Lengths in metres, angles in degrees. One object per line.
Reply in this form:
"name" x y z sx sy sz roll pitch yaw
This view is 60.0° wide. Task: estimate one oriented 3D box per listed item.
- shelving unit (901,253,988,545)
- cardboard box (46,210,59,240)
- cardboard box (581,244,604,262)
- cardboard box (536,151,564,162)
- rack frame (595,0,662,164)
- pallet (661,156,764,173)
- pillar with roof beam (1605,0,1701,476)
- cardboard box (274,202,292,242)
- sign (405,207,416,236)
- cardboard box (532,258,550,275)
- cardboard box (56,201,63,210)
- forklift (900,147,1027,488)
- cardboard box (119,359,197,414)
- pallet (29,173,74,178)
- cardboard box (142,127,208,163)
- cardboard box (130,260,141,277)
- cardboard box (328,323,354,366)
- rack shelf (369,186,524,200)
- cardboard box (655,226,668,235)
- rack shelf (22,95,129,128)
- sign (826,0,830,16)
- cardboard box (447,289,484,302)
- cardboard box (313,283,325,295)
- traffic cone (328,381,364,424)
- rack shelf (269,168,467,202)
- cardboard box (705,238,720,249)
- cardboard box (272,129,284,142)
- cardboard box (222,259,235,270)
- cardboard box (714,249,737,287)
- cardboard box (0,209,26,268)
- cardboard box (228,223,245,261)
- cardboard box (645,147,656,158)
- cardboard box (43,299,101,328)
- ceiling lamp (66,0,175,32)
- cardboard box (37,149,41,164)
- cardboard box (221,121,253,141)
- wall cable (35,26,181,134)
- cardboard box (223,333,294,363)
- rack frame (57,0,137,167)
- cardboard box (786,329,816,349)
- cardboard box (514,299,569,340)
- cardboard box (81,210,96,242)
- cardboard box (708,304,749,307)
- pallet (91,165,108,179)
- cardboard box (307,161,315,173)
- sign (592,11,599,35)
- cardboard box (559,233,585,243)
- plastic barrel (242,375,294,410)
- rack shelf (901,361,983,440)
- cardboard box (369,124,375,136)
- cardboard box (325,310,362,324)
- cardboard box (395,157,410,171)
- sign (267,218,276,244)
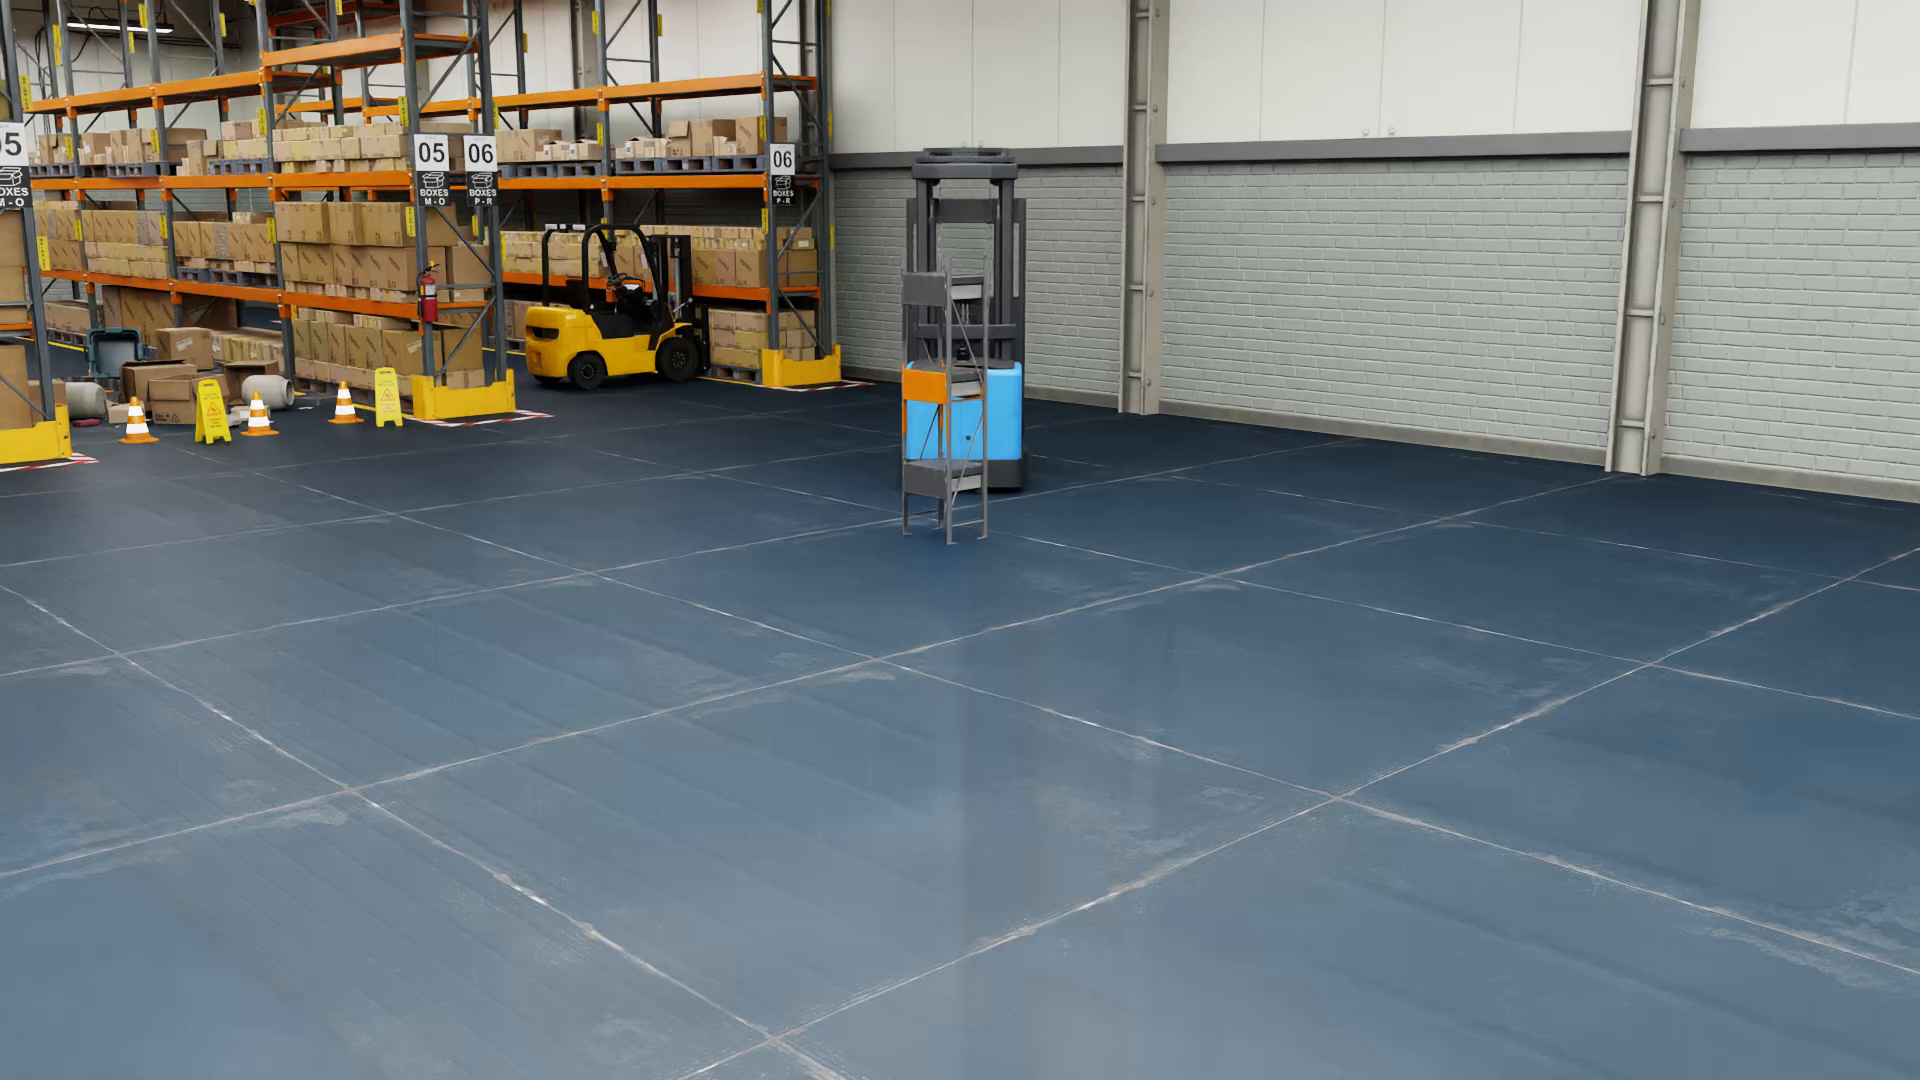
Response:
"shelving unit" -0.114 -1.053 12.317 0.431 2.100 0.503 -11 16 -43
"cardboard box" -15.290 -5.407 28.498 0.500 0.500 0.500 -11 16 -42
"cardboard box" -5.473 -4.422 25.575 0.500 0.250 0.500 -11 16 -44
"cardboard box" -6.461 -6.046 26.225 0.380 0.149 0.250 -11 16 -43
"rack frame" -4.949 -7.153 24.830 1.000 3.000 0.127 -11 16 -43
"pallet" -3.503 -5.342 23.691 1.003 0.211 1.213 -11 16 -43
"pillar with roof beam" 3.158 -4.445 11.687 9.100 9.000 0.400 -11 16 -43
"cardboard box" -8.389 -4.112 21.476 0.700 0.500 0.500 -11 16 -43
"sign" -6.189 -3.586 18.732 0.100 0.325 0.005 -11 16 -43
"cardboard box" -6.520 -4.402 26.716 0.500 0.250 0.500 -10 15 -41
"cardboard box" -15.159 -5.704 28.332 0.380 0.149 0.250 -11 16 -43
"forklift" 0.065 -2.123 15.450 1.130 2.935 3.031 0 12 2
"cardboard box" -9.470 -1.821 19.669 0.797 0.637 0.503 -11 16 -43
"pallet" -16.304 -6.593 29.764 1.003 0.211 1.213 -11 16 -43
"cardboard box" -11.668 -5.866 24.718 0.637 0.503 0.797 11 16 42
"cardboard box" -12.536 -4.219 25.825 0.500 0.250 0.500 -11 16 -43
"cardboard box" -7.589 -2.473 20.894 0.500 0.500 0.500 -10 15 -40
"rack shelf" -9.093 -6.207 29.455 1.077 0.370 4.000 -11 16 -43
"cardboard box" -4.213 -4.492 24.187 0.380 0.149 0.250 -11 16 -43
"rack shelf" -15.442 -7.372 28.667 1.077 0.370 4.000 -11 16 -43
"sign" -1.781 -7.181 22.257 0.100 0.325 0.005 -11 16 -43
"cardboard box" -5.859 -2.894 19.648 0.380 0.149 0.250 -11 16 -42
"cardboard box" -7.988 -3.204 21.150 0.380 0.149 0.250 -10 15 -41
"traffic cone" -7.004 -1.579 18.930 0.336 0.463 0.334 -11 16 -43
"rack shelf" -7.155 -4.347 20.428 1.077 0.370 4.000 -11 16 -43
"cardboard box" -3.343 -4.159 23.309 0.250 0.149 0.380 11 16 43
"cardboard box" -8.555 -5.168 21.274 0.380 0.149 0.250 -11 16 -44
"cardboard box" -10.128 -3.873 23.358 0.380 0.149 0.250 -10 15 -41
"cardboard box" -3.068 -3.792 23.136 0.500 0.500 0.500 -10 15 -41
"cardboard box" -9.513 -2.896 15.987 0.875 0.550 0.550 -11 16 -43
"cardboard box" -9.717 -4.107 22.885 0.500 0.500 0.500 -10 15 -41
"cardboard box" -4.328 -5.596 24.038 0.380 0.149 0.250 -10 15 -41
"cardboard box" -16.295 -4.142 30.392 0.875 0.438 0.875 11 16 43
"ceiling lamp" -16.771 -11.830 33.065 2.000 3.185 0.800 -11 16 -43
"cardboard box" -15.826 -6.729 29.136 0.500 0.311 0.500 -11 16 -42
"cardboard box" -9.749 -5.581 22.727 0.500 0.250 0.500 -11 16 -42
"wall cable" -18.369 -9.508 36.170 2.988 3.039 0.133 -11 16 -43
"cardboard box" -9.881 -2.723 23.666 0.950 0.372 0.625 -10 15 -41
"rack frame" -14.061 -7.628 27.137 1.000 3.000 0.127 -11 16 -43
"cardboard box" -2.361 -2.832 23.260 0.500 0.250 0.500 -11 16 -42
"cardboard box" -6.834 -3.654 27.557 0.875 0.625 0.625 -10 15 -41
"cardboard box" -13.965 -5.124 27.125 0.500 0.500 0.500 -11 16 -42
"cardboard box" -3.416 -3.299 24.285 0.500 0.250 0.500 -11 16 -44
"pallet" -13.392 -5.939 26.843 1.217 0.209 0.805 11 16 43
"cardboard box" -7.963 -4.680 20.883 0.380 0.149 0.250 -10 15 -41
"sign" -5.333 -7.572 24.352 0.100 0.325 0.005 -11 16 -43
"cardboard box" -6.081 -4.745 26.156 0.250 0.149 0.380 11 16 44
"plastic barrel" -8.295 -1.767 19.941 0.512 0.421 0.421 -1 12 -4
"rack shelf" -0.114 -1.039 12.320 0.431 0.518 0.480 -11 16 -43
"cardboard box" -6.699 -4.805 19.515 0.380 0.149 0.250 -11 16 -42
"cardboard box" -7.737 -2.802 20.888 0.380 0.149 0.250 -10 15 -39
"cardboard box" -6.223 -4.298 19.028 0.380 0.149 0.250 -11 16 -42
"sign" -8.935 -4.012 21.581 0.100 0.325 0.005 -11 16 -43
